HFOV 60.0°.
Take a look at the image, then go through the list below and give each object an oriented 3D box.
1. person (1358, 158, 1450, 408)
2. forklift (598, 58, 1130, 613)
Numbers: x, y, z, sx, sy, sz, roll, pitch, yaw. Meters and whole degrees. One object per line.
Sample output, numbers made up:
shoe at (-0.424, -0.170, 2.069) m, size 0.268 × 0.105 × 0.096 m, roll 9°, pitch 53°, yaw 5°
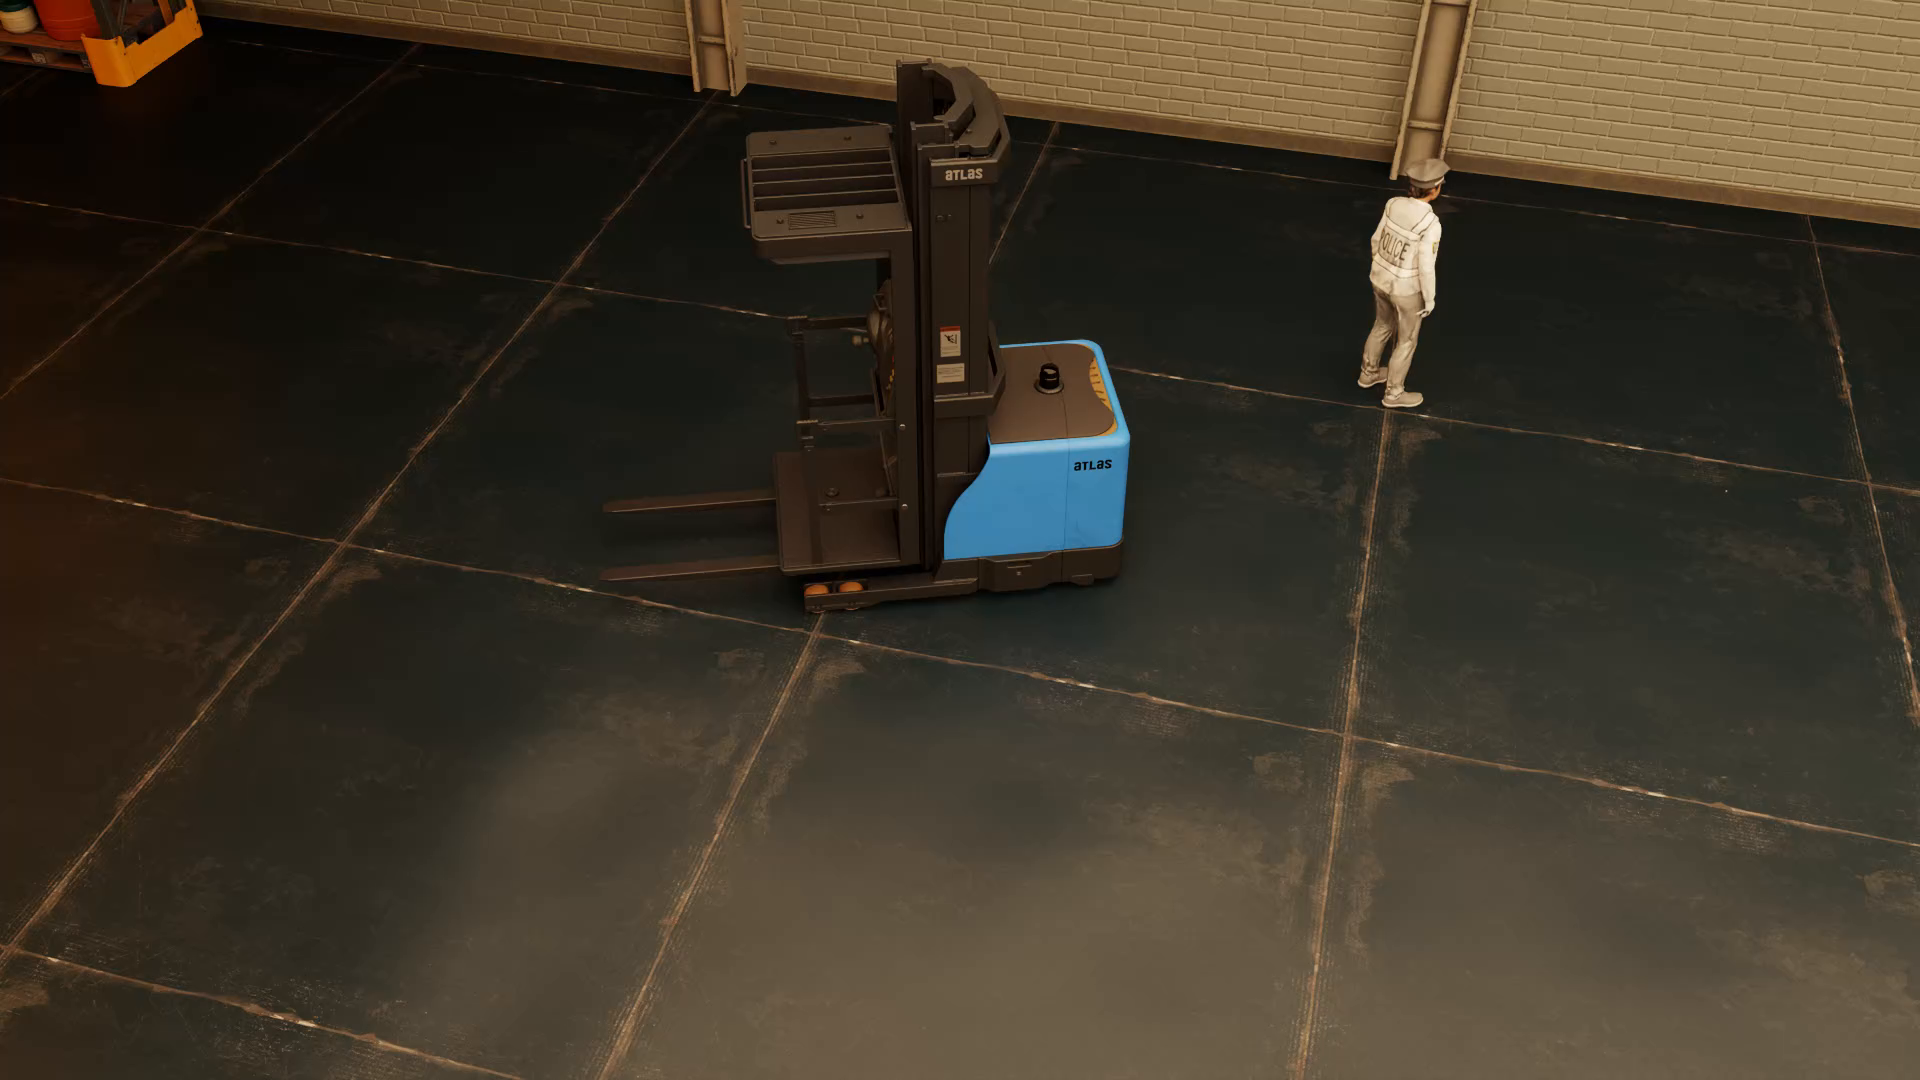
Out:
person at (2.842, -1.643, 10.698) m, size 0.374 × 1.664 × 0.547 m, roll -21°, pitch 45°, yaw -22°
forklift at (-0.604, -1.052, 9.062) m, size 3.031 × 2.935 × 1.130 m, roll -5°, pitch 41°, yaw -5°
